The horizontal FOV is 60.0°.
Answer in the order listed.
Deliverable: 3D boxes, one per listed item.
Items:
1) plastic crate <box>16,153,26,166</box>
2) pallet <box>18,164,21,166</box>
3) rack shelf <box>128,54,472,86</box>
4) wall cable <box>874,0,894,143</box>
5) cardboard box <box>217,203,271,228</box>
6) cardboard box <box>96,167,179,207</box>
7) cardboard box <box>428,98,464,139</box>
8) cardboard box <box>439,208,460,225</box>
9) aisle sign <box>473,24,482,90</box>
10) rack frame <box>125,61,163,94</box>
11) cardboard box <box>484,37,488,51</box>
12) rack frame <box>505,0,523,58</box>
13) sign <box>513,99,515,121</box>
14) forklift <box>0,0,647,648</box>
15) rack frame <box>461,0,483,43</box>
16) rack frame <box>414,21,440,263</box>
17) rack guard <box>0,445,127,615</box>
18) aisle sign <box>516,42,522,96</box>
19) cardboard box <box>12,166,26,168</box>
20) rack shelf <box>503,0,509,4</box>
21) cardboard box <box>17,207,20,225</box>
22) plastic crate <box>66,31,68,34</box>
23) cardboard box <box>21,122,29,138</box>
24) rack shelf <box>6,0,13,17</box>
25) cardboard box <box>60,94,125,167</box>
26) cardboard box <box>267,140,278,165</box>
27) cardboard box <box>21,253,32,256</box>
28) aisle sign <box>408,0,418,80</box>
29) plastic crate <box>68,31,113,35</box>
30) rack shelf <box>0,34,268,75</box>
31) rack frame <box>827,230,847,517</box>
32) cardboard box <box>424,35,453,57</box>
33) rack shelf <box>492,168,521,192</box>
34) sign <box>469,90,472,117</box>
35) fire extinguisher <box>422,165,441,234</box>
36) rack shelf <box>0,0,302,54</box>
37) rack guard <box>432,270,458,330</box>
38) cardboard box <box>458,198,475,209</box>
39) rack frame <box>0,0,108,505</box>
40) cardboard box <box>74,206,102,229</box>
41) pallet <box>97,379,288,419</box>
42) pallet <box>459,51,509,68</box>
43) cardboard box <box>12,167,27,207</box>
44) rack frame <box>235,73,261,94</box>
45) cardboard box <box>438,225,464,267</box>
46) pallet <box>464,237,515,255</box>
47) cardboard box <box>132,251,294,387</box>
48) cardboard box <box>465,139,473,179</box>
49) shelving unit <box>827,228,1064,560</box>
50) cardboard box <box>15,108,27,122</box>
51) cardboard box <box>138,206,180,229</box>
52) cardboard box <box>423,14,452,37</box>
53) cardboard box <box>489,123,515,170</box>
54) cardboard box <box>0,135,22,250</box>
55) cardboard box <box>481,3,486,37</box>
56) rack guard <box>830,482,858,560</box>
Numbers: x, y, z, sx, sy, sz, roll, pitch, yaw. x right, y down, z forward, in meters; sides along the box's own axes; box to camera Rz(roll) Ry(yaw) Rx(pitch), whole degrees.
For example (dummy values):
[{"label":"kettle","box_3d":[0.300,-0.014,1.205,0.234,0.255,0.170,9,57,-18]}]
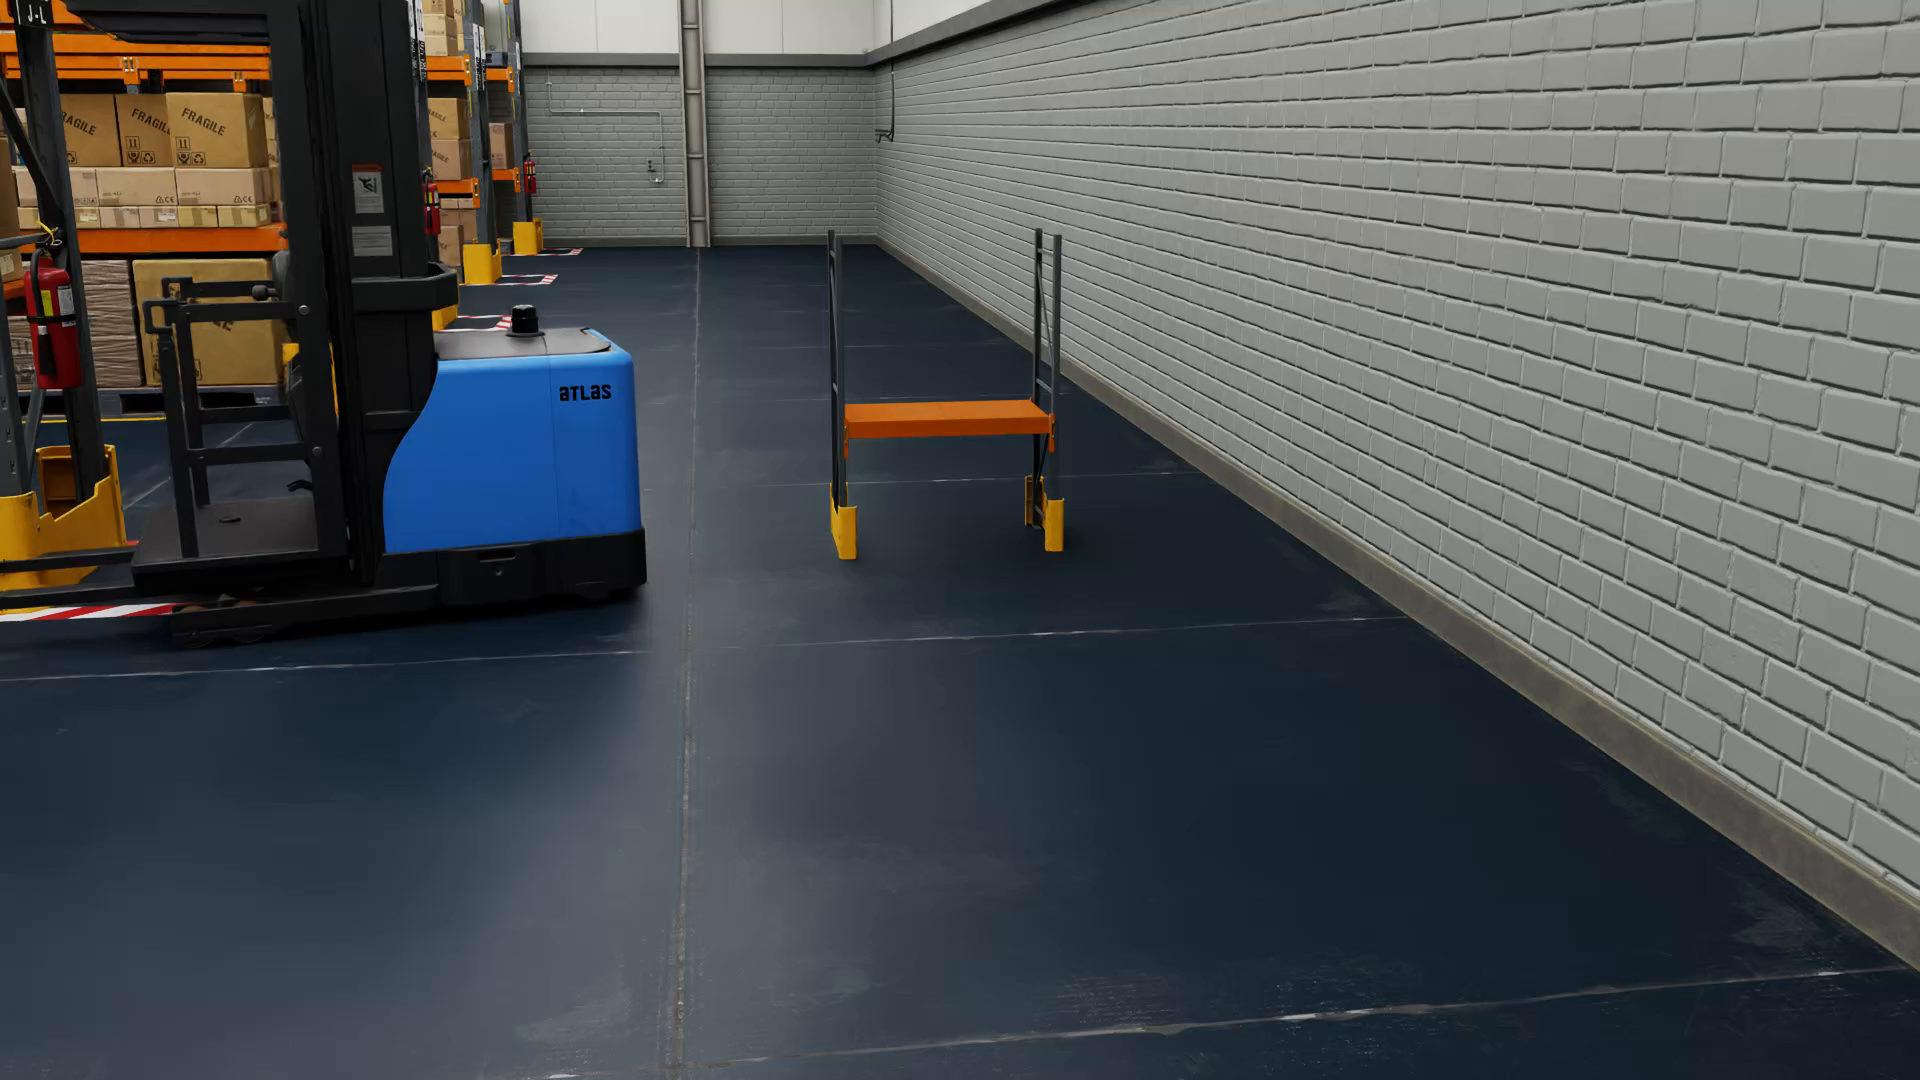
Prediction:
[{"label":"plastic crate","box_3d":[-8.975,-3.649,16.514,0.575,0.384,0.392,-2,14,-8]},{"label":"pallet","box_3d":[-12.153,-4.554,20.607,1.213,0.211,1.003,-2,14,-8]},{"label":"rack shelf","box_3d":[-8.143,-5.899,20.888,4.000,0.370,1.077,-2,14,-8]},{"label":"wall cable","box_3d":[-1.261,-7.579,26.328,0.112,2.526,3.097,-2,14,-8]},{"label":"cardboard box","box_3d":[-4.996,-2.268,11.616,0.250,0.149,0.380,-2,14,-7]},{"label":"cardboard box","box_3d":[-5.634,-2.454,11.537,0.500,0.250,0.500,-2,14,-9]},{"label":"cardboard box","box_3d":[-6.564,-5.316,20.993,0.500,0.500,0.500,-2,14,-9]},{"label":"cardboard box","box_3d":[-8.079,-4.980,26.189,0.500,0.500,0.700,-2,14,-8]},{"label":"aisle sign","box_3d":[-6.052,-6.055,20.854,0.004,0.787,0.394,-2,14,-8]},{"label":"rack frame","box_3d":[-10.120,-4.720,20.877,0.127,3.000,1.000,-2,14,-8]},{"label":"cardboard box","box_3d":[-7.665,-7.723,25.925,0.500,0.250,0.500,-1,14,-5]},{"label":"rack frame","box_3d":[-6.907,-8.966,25.475,0.127,3.000,1.000,-2,14,-8]},{"label":"sign","box_3d":[-6.840,-6.602,25.513,0.005,0.325,0.100,-2,14,-8]},{"label":"forklift","box_3d":[-2.929,-1.141,6.747,3.031,2.935,1.130,-5,15,-21]},{"label":"rack frame","box_3d":[-6.165,-7.775,20.725,0.127,3.000,1.000,-2,14,-8]},{"label":"rack frame","box_3d":[-5.431,-3.673,16.703,0.127,3.000,1.000,-2,14,-8]},{"label":"rack guard","box_3d":[-4.129,-0.070,7.474,0.348,0.500,1.175,-2,14,-8]},{"label":"aisle sign","box_3d":[-6.791,-7.248,25.612,0.004,0.787,0.394,-2,14,-8]},{"label":"cardboard box","box_3d":[-6.733,-2.543,11.893,0.500,0.250,0.500,-2,14,-9]},{"label":"rack shelf","box_3d":[-8.884,-8.351,25.323,4.000,0.370,1.077,-2,14,-8]},{"label":"cardboard box","box_3d":[-6.508,-2.213,11.395,0.250,0.149,0.380,-2,14,-7]},{"label":"plastic crate","box_3d":[-8.534,-5.012,16.218,0.300,0.233,0.416,-2,14,-8]},{"label":"cardboard box","box_3d":[-11.293,-4.969,20.799,0.500,0.500,0.700,0,14,1]},{"label":"rack shelf","box_3d":[-6.032,-2.319,6.614,4.000,0.370,1.077,-2,14,-8]},{"label":"cardboard box","box_3d":[-6.214,-2.927,11.880,0.500,0.500,0.500,-2,14,-10]},{"label":"cardboard box","box_3d":[-8.575,-4.758,20.824,0.500,0.500,0.500,-2,14,-9]},{"label":"cardboard box","box_3d":[-7.094,-1.547,11.731,0.875,0.875,0.875,-2,14,-8]},{"label":"aisle sign","box_3d":[-5.316,-4.867,16.116,0.004,0.787,0.394,-2,14,-8]},{"label":"plastic crate","box_3d":[-8.117,-4.899,15.693,0.590,0.269,0.497,-2,14,-8]},{"label":"rack shelf","box_3d":[-7.409,-4.707,16.137,4.000,0.370,1.077,-2,14,-8]},{"label":"rack frame","box_3d":[-0.587,-0.706,7.954,0.032,1.500,0.500,-2,14,-8]},{"label":"cardboard box","box_3d":[-6.634,-6.165,20.781,0.500,0.250,0.500,-2,14,-8]},{"label":"rack shelf","box_3d":[-8.884,-5.635,26.004,4.000,0.370,1.077,-2,14,-8]},{"label":"sign","box_3d":[-6.102,-5.446,20.740,0.005,0.325,0.100,-2,14,-8]},{"label":"fire extinguisher","box_3d":[-5.214,-3.351,16.344,0.183,0.674,0.296,-2,14,-8]},{"label":"rack shelf","box_3d":[-6.671,-3.516,11.386,4.000,0.370,1.077,-2,14,-8]},{"label":"rack guard","box_3d":[-5.409,-2.465,17.023,0.348,0.500,1.175,-2,14,-8]},{"label":"cardboard box","box_3d":[-7.684,-5.264,25.989,0.250,0.149,0.380,-2,14,-9]},{"label":"rack frame","box_3d":[-4.054,-1.285,7.181,0.127,3.000,1.000,-2,14,-8]},{"label":"cardboard box","box_3d":[-6.006,-2.231,11.467,0.250,0.149,0.380,-2,14,-10]},{"label":"pallet","box_3d":[-5.472,-1.082,12.101,1.213,0.211,1.003,-2,14,-8]},{"label":"pallet","box_3d":[-7.639,-7.439,25.734,1.213,0.211,1.003,-2,14,-8]},{"label":"cardboard box","box_3d":[-6.652,-2.416,11.384,0.500,0.250,0.500,-2,14,-8]},{"label":"rack frame","box_3d":[-10.862,-5.912,25.627,0.127,3.000,1.000,-2,14,-8]},{"label":"cardboard box","box_3d":[-6.666,-3.787,21.390,0.500,0.500,0.500,-2,14,-8]},{"label":"pallet","box_3d":[-7.686,-4.656,26.354,1.213,0.211,1.003,-2,14,-8]},{"label":"cardboard box","box_3d":[-5.314,-1.613,11.991,0.875,0.875,0.875,-2,14,-8]},{"label":"cardboard box","box_3d":[-6.643,-4.961,21.631,0.500,0.500,0.500,-2,14,-7]},{"label":"shelving unit","box_3d":[-0.075,-0.725,8.028,1.083,1.500,0.587,-2,14,-8]},{"label":"cardboard box","box_3d":[-13.799,-6.307,24.804,0.500,0.250,0.500,-2,14,-9]},{"label":"cardboard box","box_3d":[-5.503,-2.249,11.541,0.250,0.149,0.380,-2,14,-8]},{"label":"cardboard box","box_3d":[-6.635,-6.410,20.728,0.500,0.250,0.500,-2,14,-8]},{"label":"cardboard box","box_3d":[-7.410,-6.181,26.085,0.700,0.700,0.980,-1,14,-6]},{"label":"cardboard box","box_3d":[-4.539,-1.528,7.332,0.500,0.500,0.500,-1,14,-6]},{"label":"cardboard box","box_3d":[-7.665,-8.086,25.830,0.500,0.500,0.500,-3,14,-10]},{"label":"rack guard","box_3d":[-0.568,-0.100,8.108,0.087,0.250,0.587,-2,14,-8]}]
